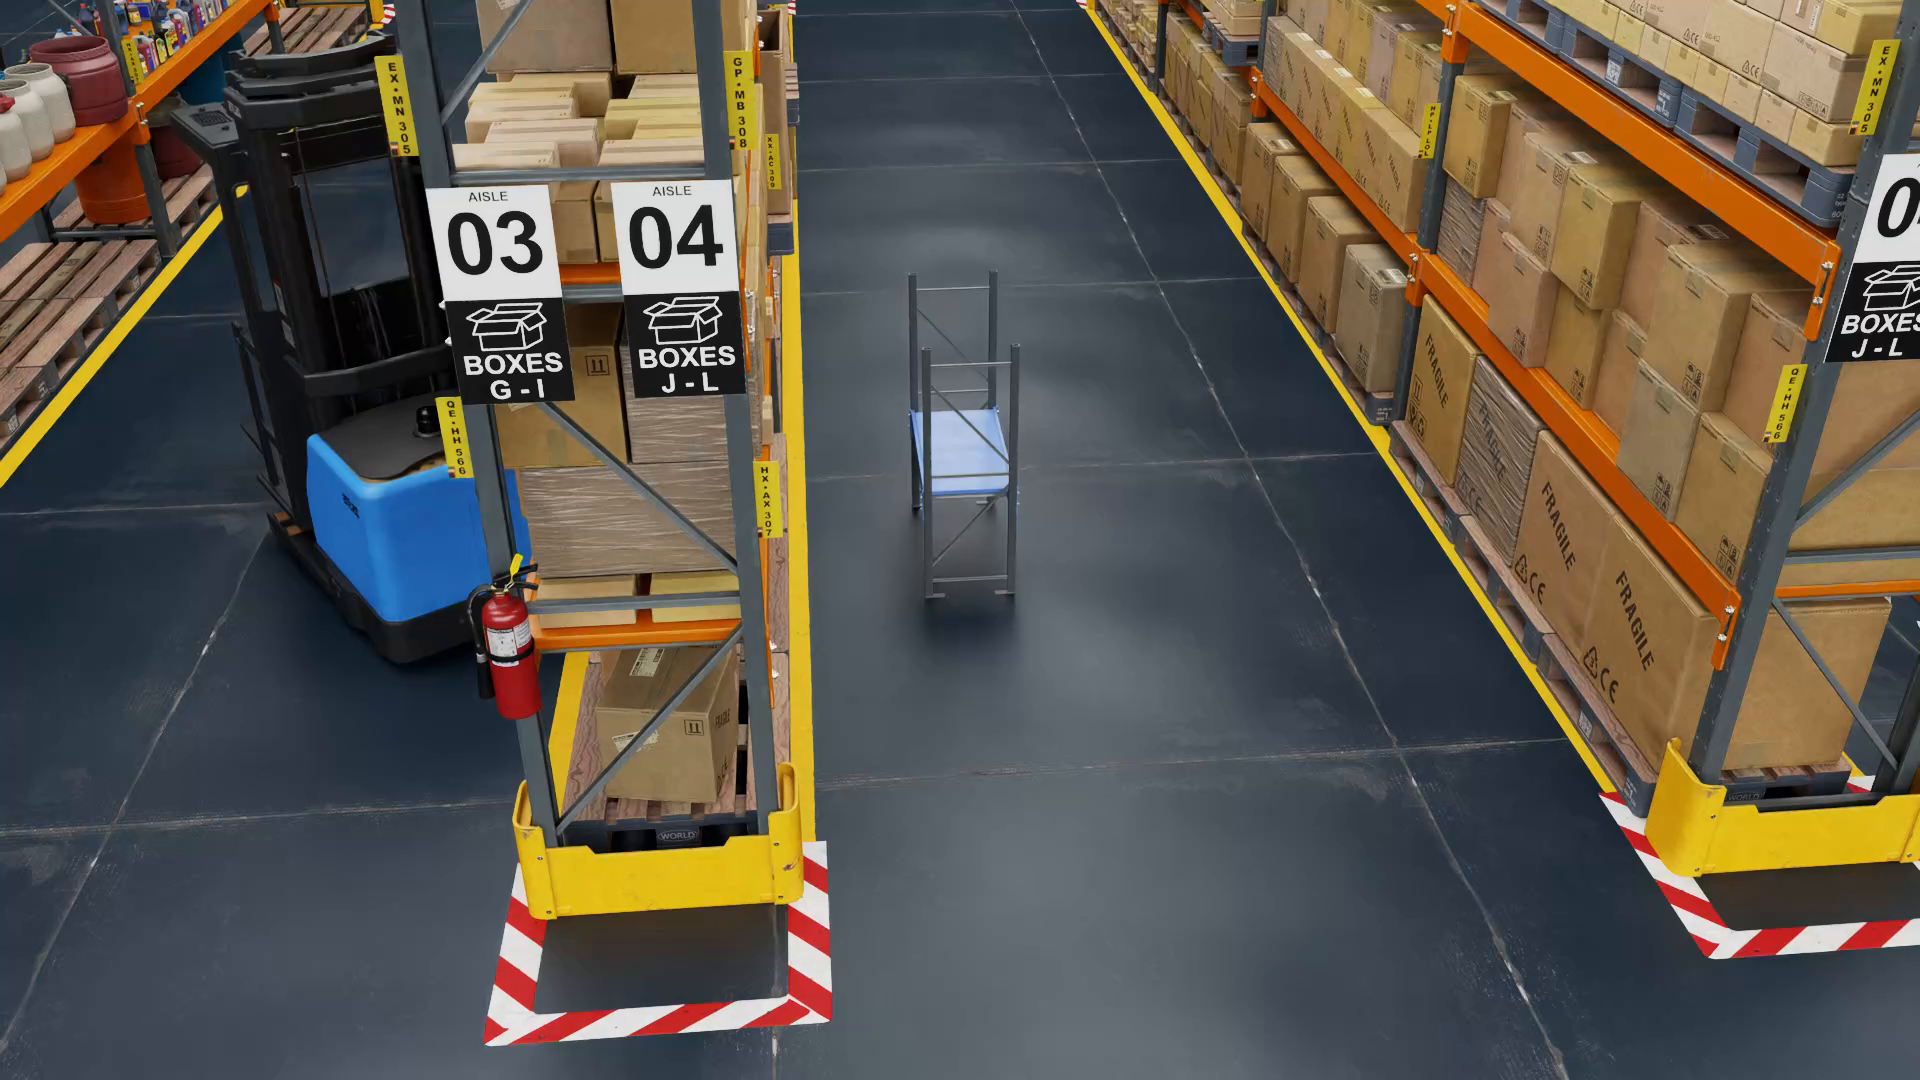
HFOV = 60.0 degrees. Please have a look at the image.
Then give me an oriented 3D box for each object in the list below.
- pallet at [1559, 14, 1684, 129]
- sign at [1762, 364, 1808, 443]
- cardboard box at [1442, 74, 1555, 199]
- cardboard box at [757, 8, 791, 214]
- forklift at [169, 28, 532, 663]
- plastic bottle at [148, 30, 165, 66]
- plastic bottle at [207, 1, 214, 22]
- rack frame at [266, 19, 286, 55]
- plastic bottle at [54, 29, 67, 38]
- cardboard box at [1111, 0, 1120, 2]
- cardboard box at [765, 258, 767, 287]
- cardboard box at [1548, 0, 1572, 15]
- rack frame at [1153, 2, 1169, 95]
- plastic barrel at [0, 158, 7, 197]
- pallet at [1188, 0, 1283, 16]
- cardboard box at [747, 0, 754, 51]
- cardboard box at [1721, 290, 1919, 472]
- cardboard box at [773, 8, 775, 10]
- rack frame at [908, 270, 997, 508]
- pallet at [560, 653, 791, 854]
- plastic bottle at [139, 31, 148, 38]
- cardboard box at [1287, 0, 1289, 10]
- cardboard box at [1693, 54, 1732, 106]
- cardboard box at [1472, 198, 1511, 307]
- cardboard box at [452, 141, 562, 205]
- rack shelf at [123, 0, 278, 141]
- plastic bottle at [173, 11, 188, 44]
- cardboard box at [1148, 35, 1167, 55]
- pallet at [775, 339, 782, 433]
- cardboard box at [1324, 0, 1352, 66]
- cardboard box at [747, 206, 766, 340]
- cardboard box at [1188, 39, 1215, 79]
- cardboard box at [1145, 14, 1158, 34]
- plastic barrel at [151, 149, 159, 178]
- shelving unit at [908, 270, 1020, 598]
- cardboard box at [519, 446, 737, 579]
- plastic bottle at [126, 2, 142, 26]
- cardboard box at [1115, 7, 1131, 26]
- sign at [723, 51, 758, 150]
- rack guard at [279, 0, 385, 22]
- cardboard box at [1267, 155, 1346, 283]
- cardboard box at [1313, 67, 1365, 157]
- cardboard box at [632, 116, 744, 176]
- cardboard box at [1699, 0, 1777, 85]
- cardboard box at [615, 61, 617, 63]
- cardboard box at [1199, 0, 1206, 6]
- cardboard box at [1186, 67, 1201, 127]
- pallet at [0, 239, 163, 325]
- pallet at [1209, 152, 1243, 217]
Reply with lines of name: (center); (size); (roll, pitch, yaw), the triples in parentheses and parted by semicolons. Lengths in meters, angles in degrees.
pallet: (3.488, -2.190, 7.653); (1.003, 0.211, 1.213); (-3, 31, -5)
sign: (3.144, -0.518, 6.332); (0.100, 0.325, 0.005); (-3, 31, -5)
cardboard box: (3.312, -2.318, 9.506); (0.875, 0.550, 0.550); (-3, 31, -5)
cardboard box: (-1.571, -2.644, 10.257); (1.000, 1.000, 1.000); (-3, 31, -4)
forklift: (-3.397, -1.321, 9.103); (1.130, 2.935, 3.031); (-22, 37, -32)
plastic bottle: (-6.670, -4.092, 13.789); (0.061, 0.283, 0.133); (-3, 31, -5)
plastic bottle: (-6.824, -4.800, 15.054); (0.097, 0.201, 0.097); (0, 31, 0)
rack frame: (-7.315, -5.641, 16.269); (1.000, 3.000, 0.127); (-3, 31, -5)
plastic bottle: (-7.454, -4.106, 13.825); (0.097, 0.271, 0.097); (0, 31, 0)
cardboard box: (1.980, -6.512, 19.807); (0.380, 0.149, 0.250); (-2, 31, -3)
cardboard box: (-1.323, -1.590, 9.733); (0.380, 0.149, 0.250); (-3, 31, -5)
cardboard box: (3.104, -2.662, 8.094); (0.380, 0.149, 0.250); (-3, 31, -5)
rack frame: (2.564, -6.064, 16.978); (1.000, 3.000, 0.127); (-3, 31, -5)
plastic barrel: (-6.507, -2.489, 10.859); (0.433, 0.535, 0.433); (0, 31, 0)
pallet: (2.712, -4.949, 15.297); (1.003, 0.211, 1.213); (-3, 31, -5)
cardboard box: (-1.295, -2.530, 8.282); (0.500, 0.250, 0.500); (-2, 31, -3)
cardboard box: (3.689, -0.657, 6.726); (0.875, 0.550, 0.550); (-3, 31, -5)
cardboard box: (-1.931, -4.920, 14.965); (0.500, 0.500, 0.500); (-3, 31, -4)
rack frame: (-0.039, -0.860, 9.727); (0.500, 1.500, 0.032); (-3, 31, -5)
pallet: (-1.310, 0.990, 7.887); (1.003, 0.211, 1.213); (-3, 31, -5)
plastic bottle: (-6.747, -4.074, 13.771); (0.097, 0.271, 0.097); (0, 31, 0)
cardboard box: (3.046, -4.608, 14.374); (0.380, 0.149, 0.250); (-1, 31, -2)
cardboard box: (3.246, -1.883, 6.791); (0.380, 0.149, 0.250); (-2, 31, -4)
cardboard box: (3.432, -1.577, 9.319); (0.875, 0.550, 0.550); (-3, 31, -5)
cardboard box: (-1.599, -1.273, 5.789); (0.380, 0.149, 0.250); (-3, 31, -5)
rack shelf: (-7.128, -4.311, 14.744); (1.077, 0.370, 4.000); (-3, 31, -5)
plastic bottle: (-6.751, -4.430, 14.367); (0.097, 0.271, 0.097); (0, 31, 0)
cardboard box: (2.218, -5.294, 17.769); (0.380, 0.149, 0.250); (-2, 31, -4)
pallet: (-1.710, -0.994, 11.209); (1.003, 0.211, 1.213); (-3, 31, -5)
cardboard box: (3.069, -3.745, 12.022); (0.700, 0.500, 0.500); (-3, 31, -5)
cardboard box: (-1.130, -1.156, 7.398); (0.500, 0.500, 0.500); (-3, 31, -5)
cardboard box: (2.466, -4.571, 15.775); (0.500, 0.250, 0.500); (-2, 31, -3)
cardboard box: (2.208, -5.574, 17.947); (0.380, 0.149, 0.250); (-2, 31, -4)
plastic barrel: (-7.146, -3.244, 14.273); (0.421, 0.512, 0.421); (0, 31, 0)
shelving unit: (0.008, -0.600, 9.292); (0.538, 1.500, 1.048); (-3, 31, -5)
cardboard box: (-1.287, -0.205, 6.780); (0.875, 0.500, 0.500); (-3, 31, -5)
plastic bottle: (-7.420, -4.726, 14.930); (0.097, 0.201, 0.097); (0, 31, 0)
cardboard box: (2.027, -6.131, 19.460); (0.380, 0.149, 0.250); (-4, 31, -7)
sign: (-0.722, -1.441, 5.460); (0.100, 0.325, 0.005); (-3, 31, -5)
rack guard: (-7.704, -6.622, 20.349); (1.175, 0.500, 0.348); (-3, 31, -5)
cardboard box: (2.990, -2.475, 12.753); (1.050, 0.750, 0.750); (-2, 31, -4)
cardboard box: (2.852, -3.052, 11.836); (0.500, 0.500, 0.500); (-3, 31, -5)
cardboard box: (-0.986, -1.435, 6.060); (0.380, 0.149, 0.250); (-2, 31, -4)
cardboard box: (3.315, -2.004, 6.604); (0.500, 0.250, 0.500); (-3, 31, -4)
cardboard box: (-1.695, -2.214, 7.364); (0.380, 0.149, 0.250); (-2, 31, -3)
cardboard box: (2.342, -4.847, 14.776); (0.380, 0.149, 0.250); (-4, 31, -7)
cardboard box: (2.483, -4.245, 15.960); (0.500, 0.500, 0.500); (-2, 31, -4)
pallet: (-6.907, -2.004, 12.900); (1.003, 0.211, 1.213); (-3, 31, -5)
pallet: (2.866, -3.224, 14.942); (1.003, 0.211, 1.213); (-3, 31, -5)
